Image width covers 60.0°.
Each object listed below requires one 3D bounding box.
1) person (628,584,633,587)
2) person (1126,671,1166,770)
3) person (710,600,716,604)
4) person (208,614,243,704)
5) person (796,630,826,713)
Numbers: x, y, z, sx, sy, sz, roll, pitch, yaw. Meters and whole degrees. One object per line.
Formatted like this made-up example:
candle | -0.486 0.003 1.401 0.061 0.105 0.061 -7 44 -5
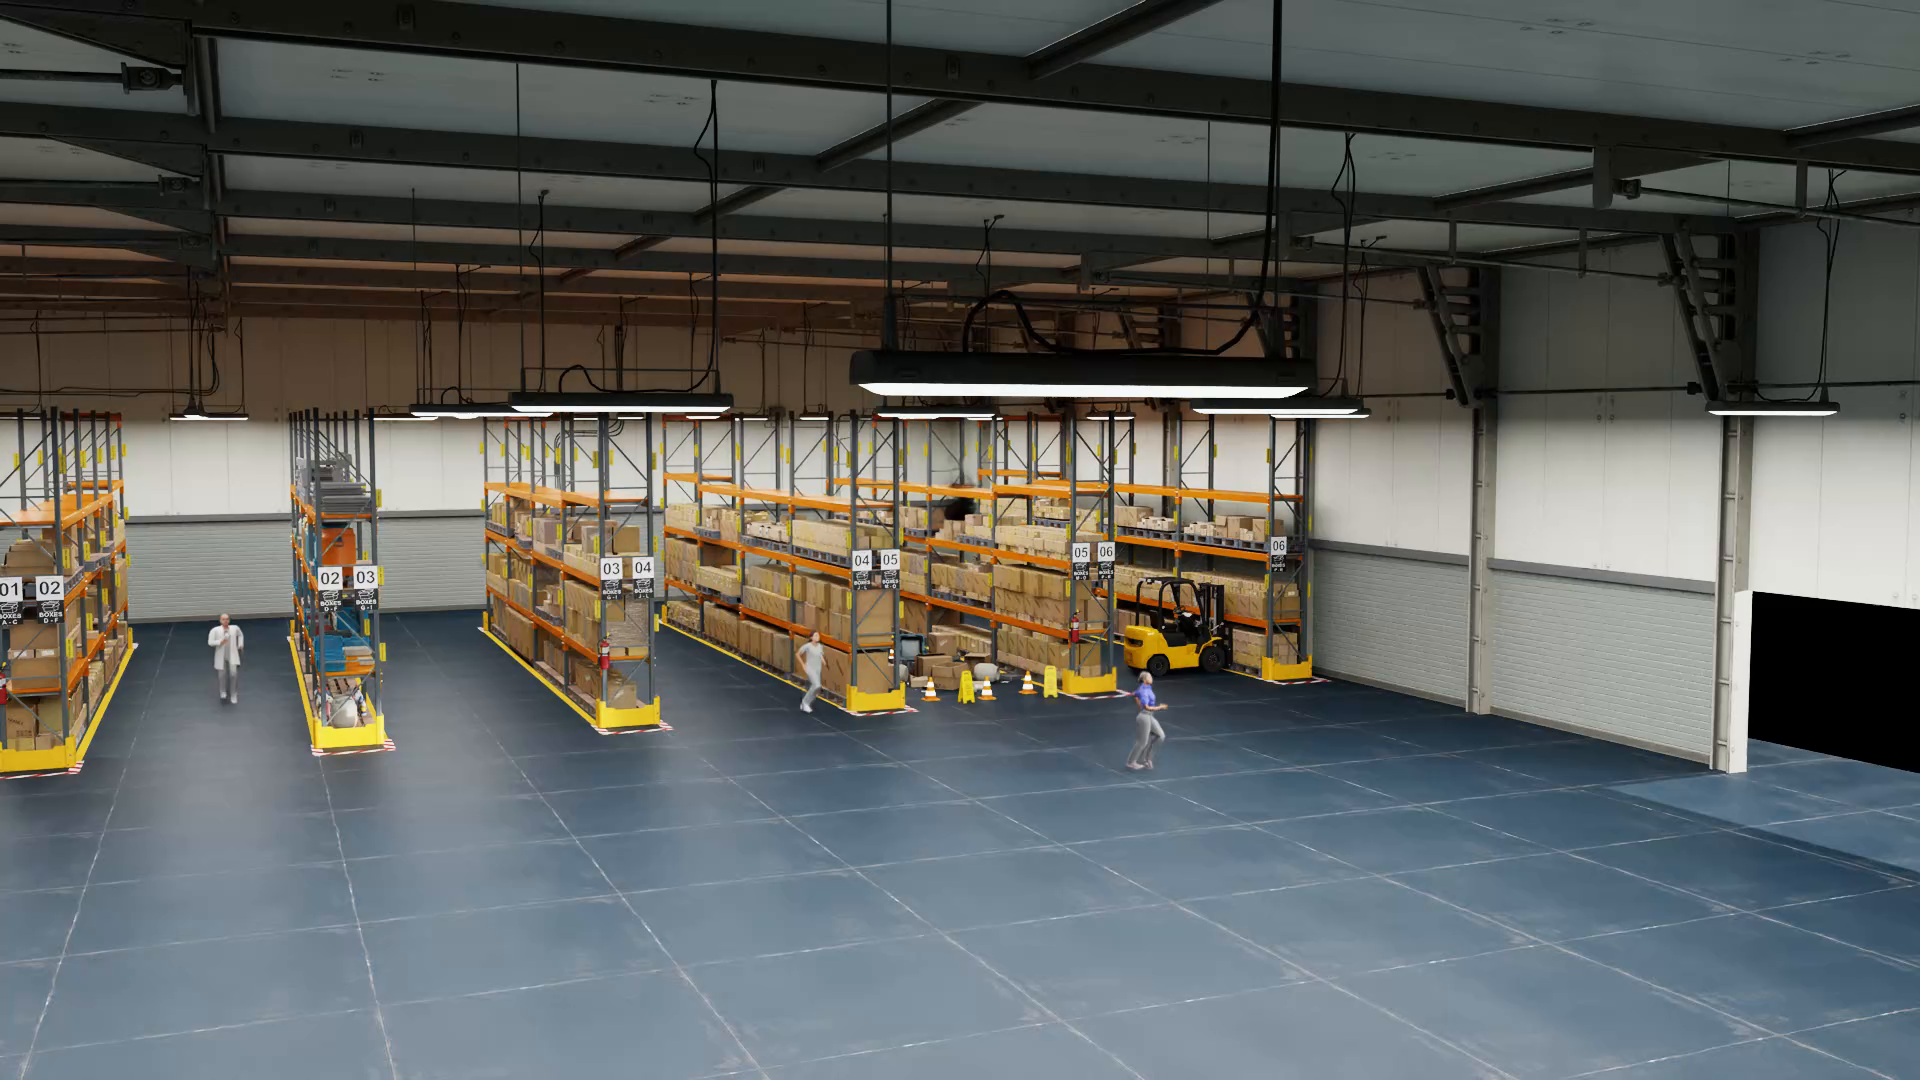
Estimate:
person | -8.895 1.756 45.452 0.623 1.605 0.561 -1 4 -20
person | 3.087 2.982 27.397 0.688 1.664 0.544 1 4 17
person | -7.150 1.414 49.068 0.675 1.800 0.729 3 5 36
person | -15.090 2.435 34.210 0.677 1.846 0.866 -2 4 -27
person | -2.903 2.592 32.927 0.628 1.624 0.545 4 6 44
